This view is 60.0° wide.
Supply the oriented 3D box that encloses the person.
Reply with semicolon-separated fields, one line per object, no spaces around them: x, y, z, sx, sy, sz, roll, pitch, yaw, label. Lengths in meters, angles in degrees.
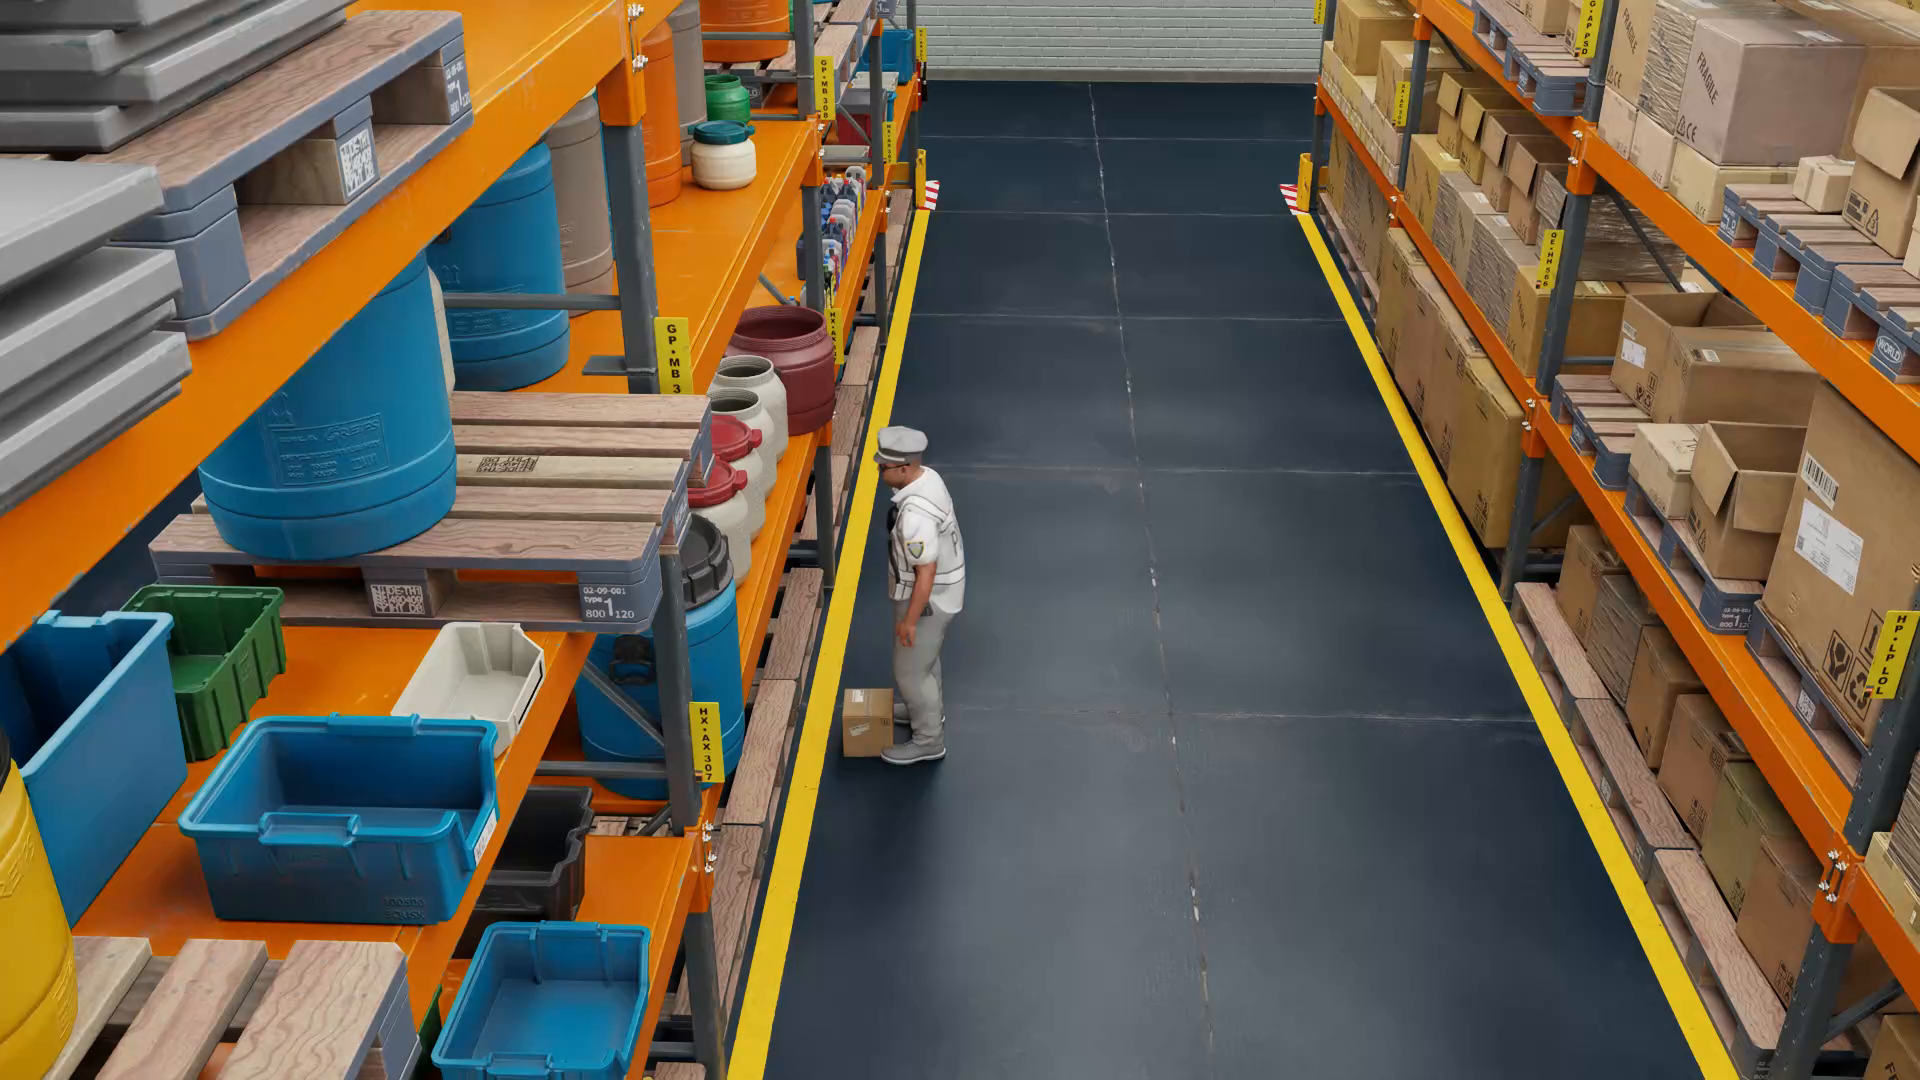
-0.190;0.266;8.107;0.430;1.749;0.599;0;28;0;person
